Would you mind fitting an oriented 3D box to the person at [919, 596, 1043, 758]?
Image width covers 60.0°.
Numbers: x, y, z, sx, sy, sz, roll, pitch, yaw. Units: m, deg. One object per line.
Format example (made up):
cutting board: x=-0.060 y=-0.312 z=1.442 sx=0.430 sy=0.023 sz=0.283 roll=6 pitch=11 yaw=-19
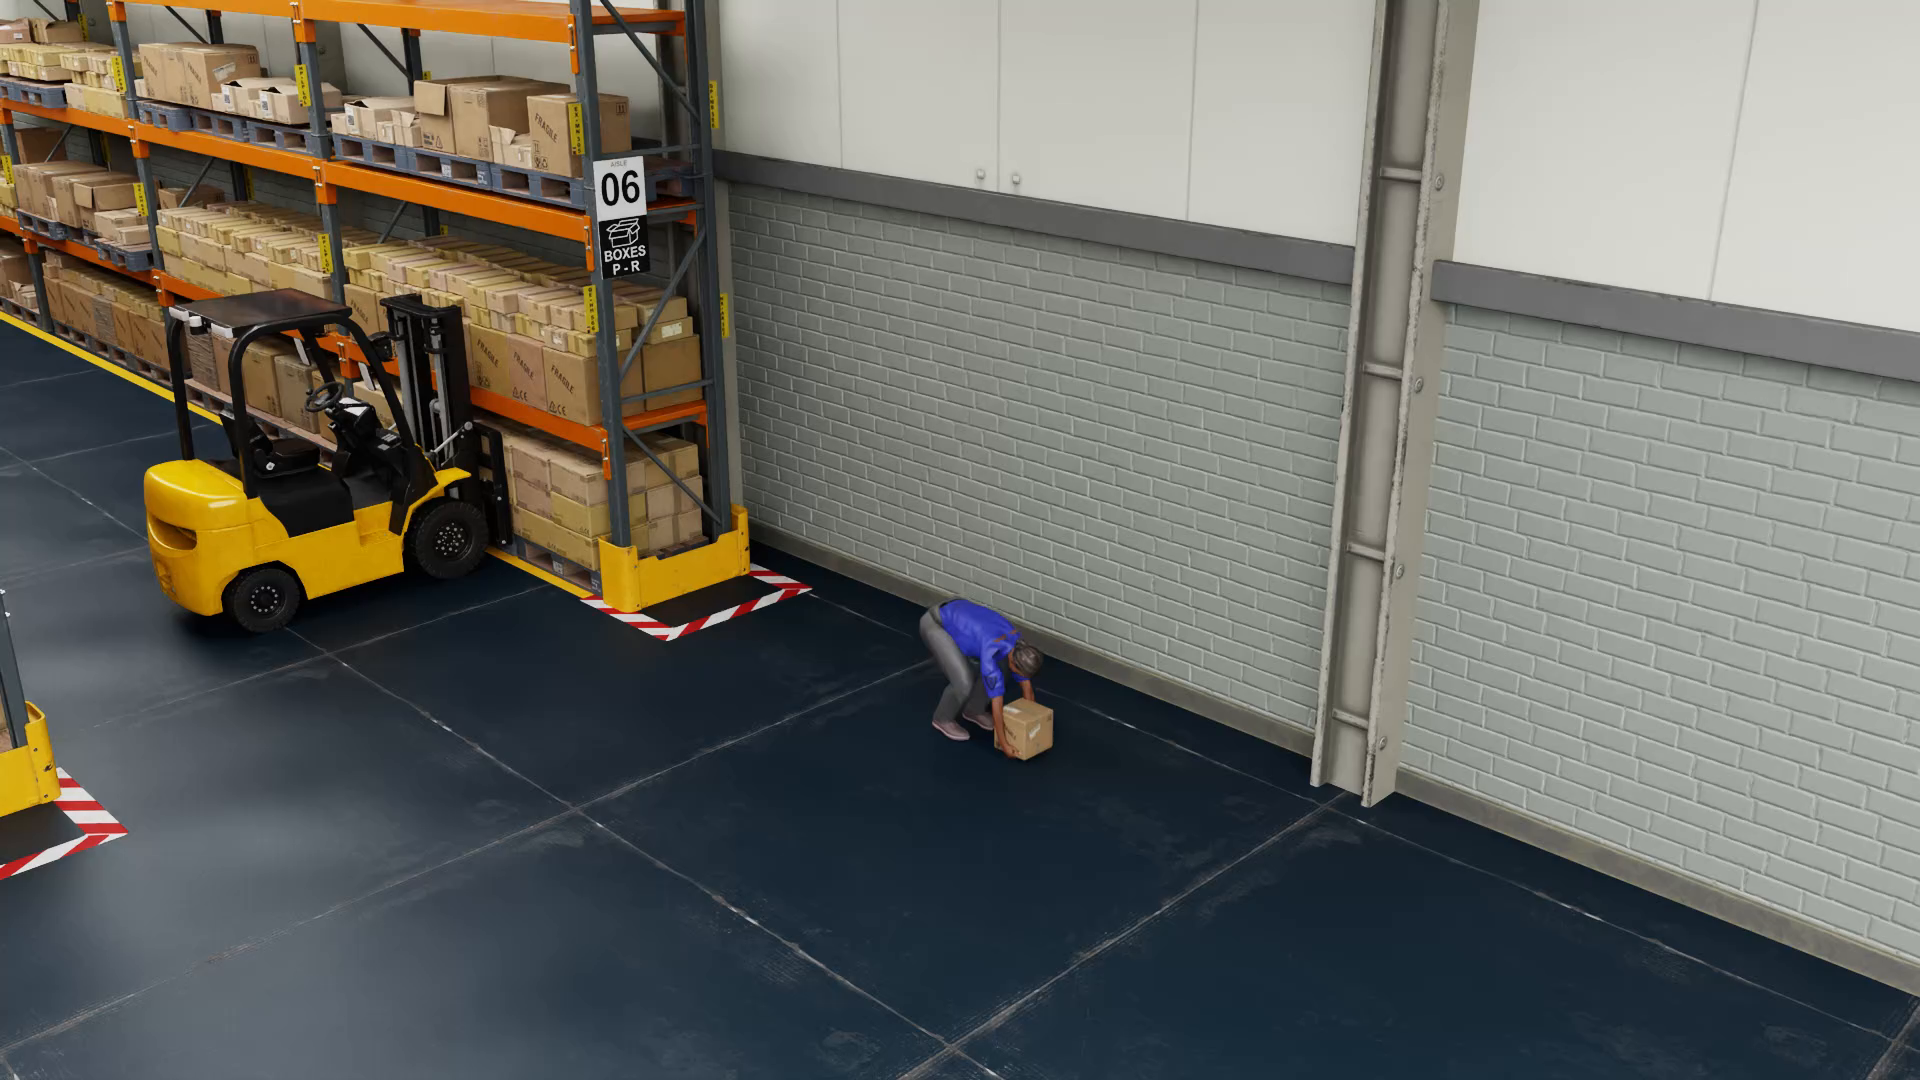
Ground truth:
person: x=0.146 y=0.813 z=10.101 sx=0.866 sy=0.836 sz=0.454 roll=17 pitch=27 yaw=38
